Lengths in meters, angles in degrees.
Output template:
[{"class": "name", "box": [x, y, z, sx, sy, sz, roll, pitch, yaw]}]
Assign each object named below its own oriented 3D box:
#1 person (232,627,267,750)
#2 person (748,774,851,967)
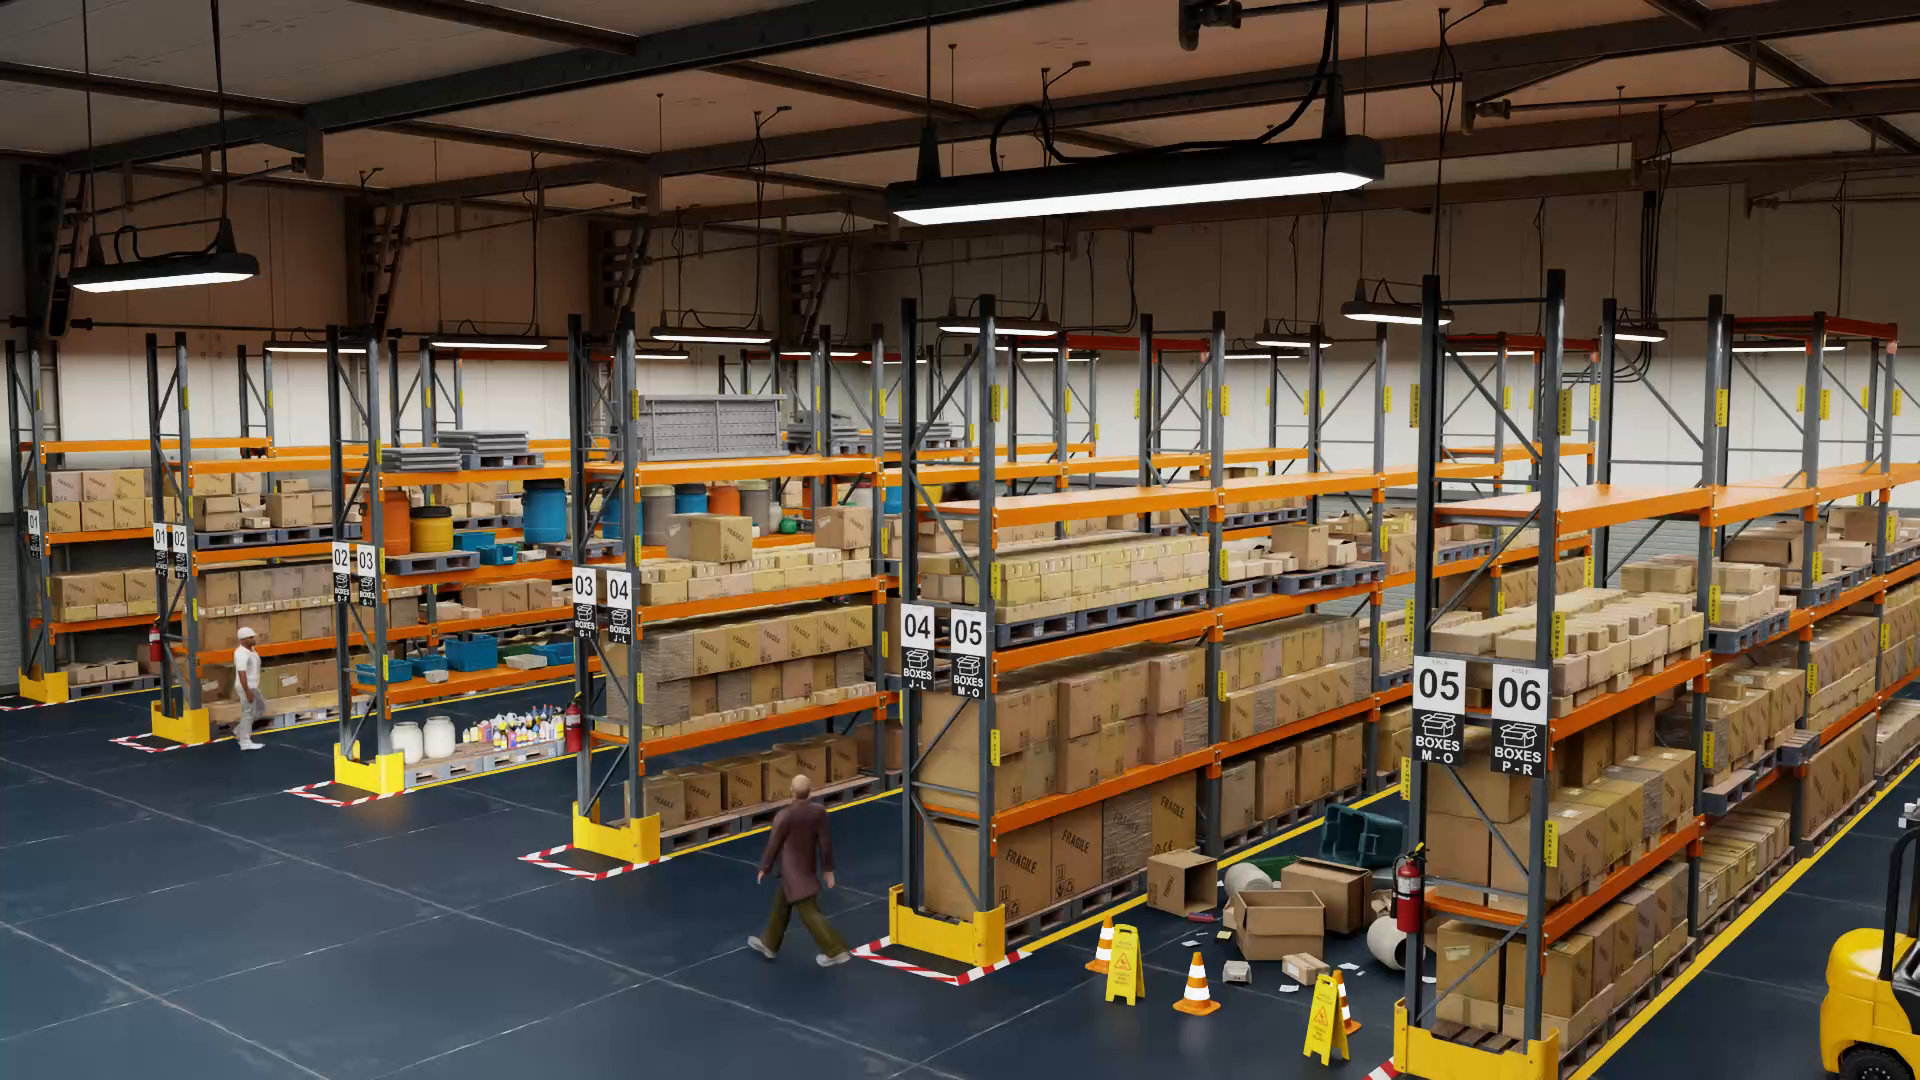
[{"class": "person", "box": [-10.241, 2.120, 23.903, 0.480, 1.761, 0.625, -2, 5, -18]}, {"class": "person", "box": [-1.469, 2.957, 14.926, 1.119, 1.737, 0.527, 1, 5, 15]}]
